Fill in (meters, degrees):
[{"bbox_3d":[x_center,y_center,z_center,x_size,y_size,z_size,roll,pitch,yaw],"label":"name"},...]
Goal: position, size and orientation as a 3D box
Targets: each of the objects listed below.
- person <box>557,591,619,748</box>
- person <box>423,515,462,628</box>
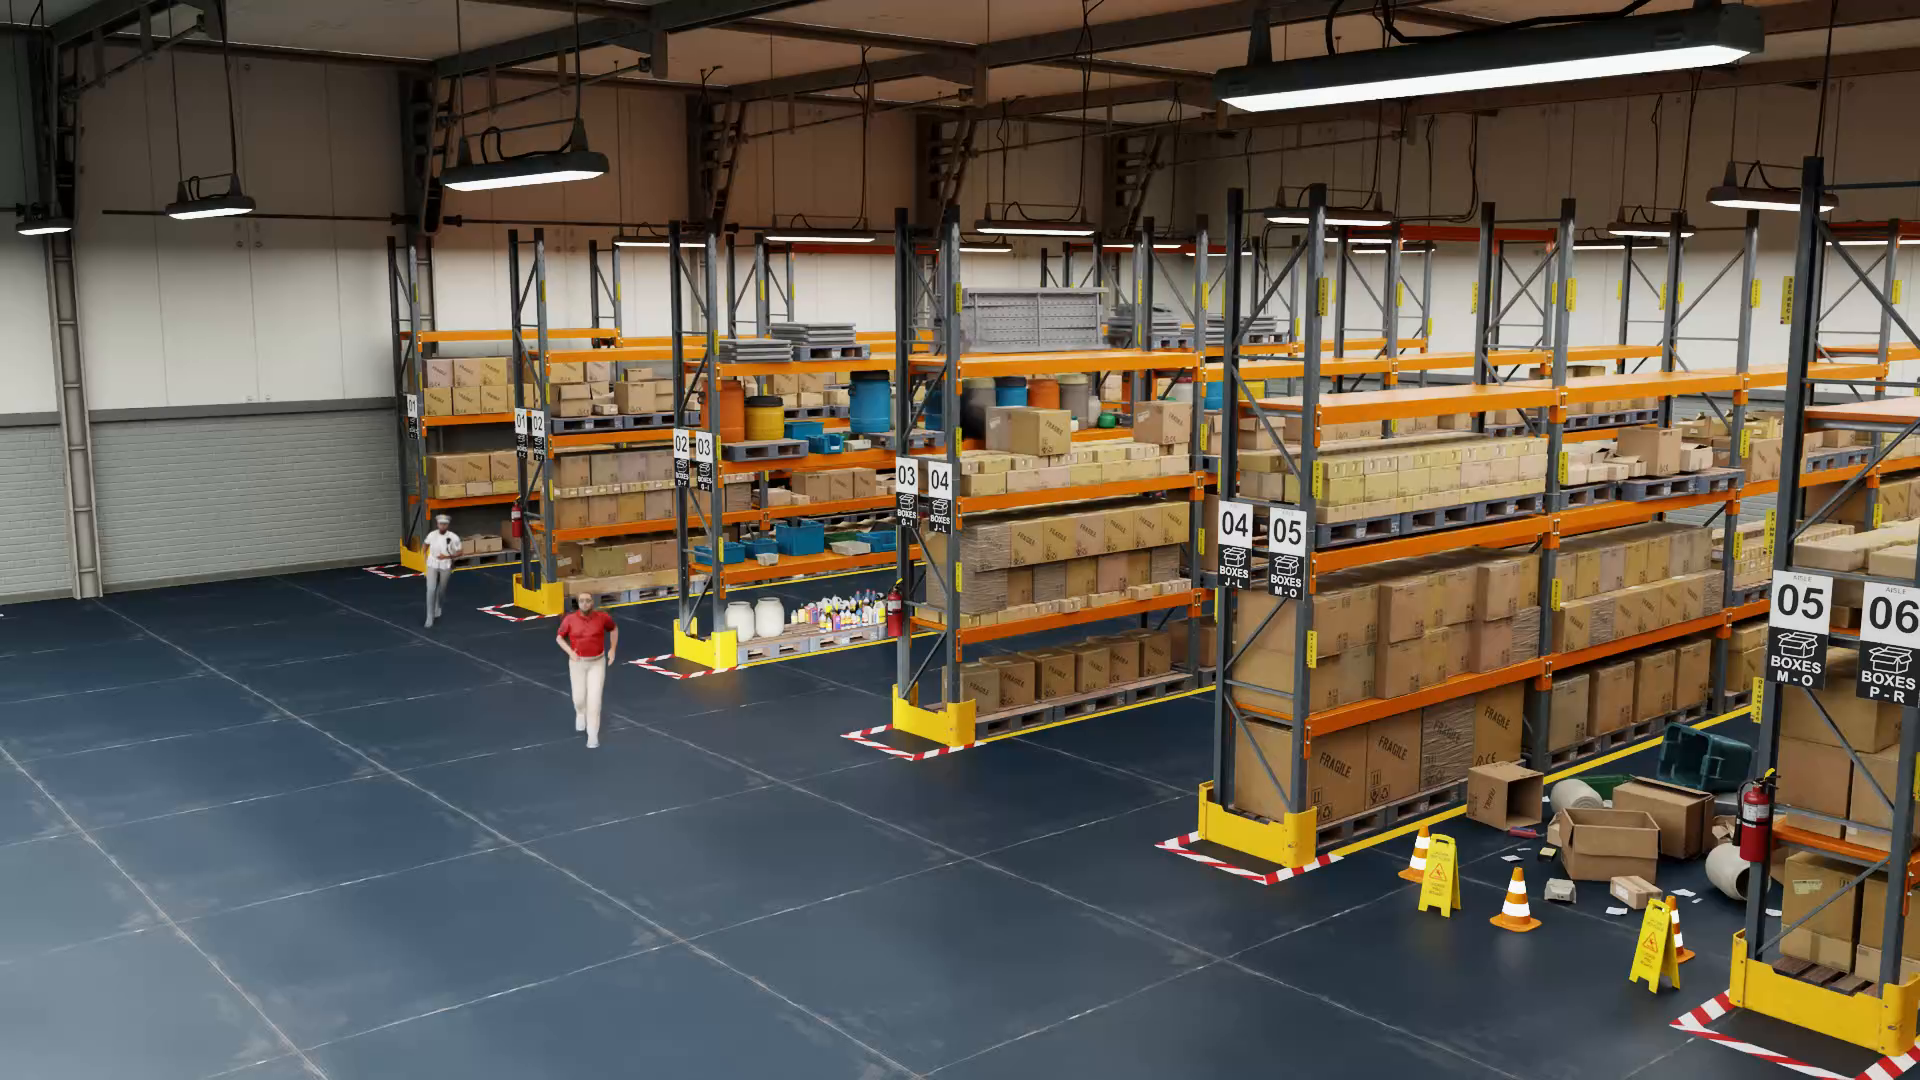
[{"bbox_3d":[-4.231,1.428,18.943,0.688,1.743,0.839,-2,9,-10],"label":"person"},{"bbox_3d":[-7.932,0.444,25.522,0.592,1.713,0.862,-2,9,-11],"label":"person"}]
